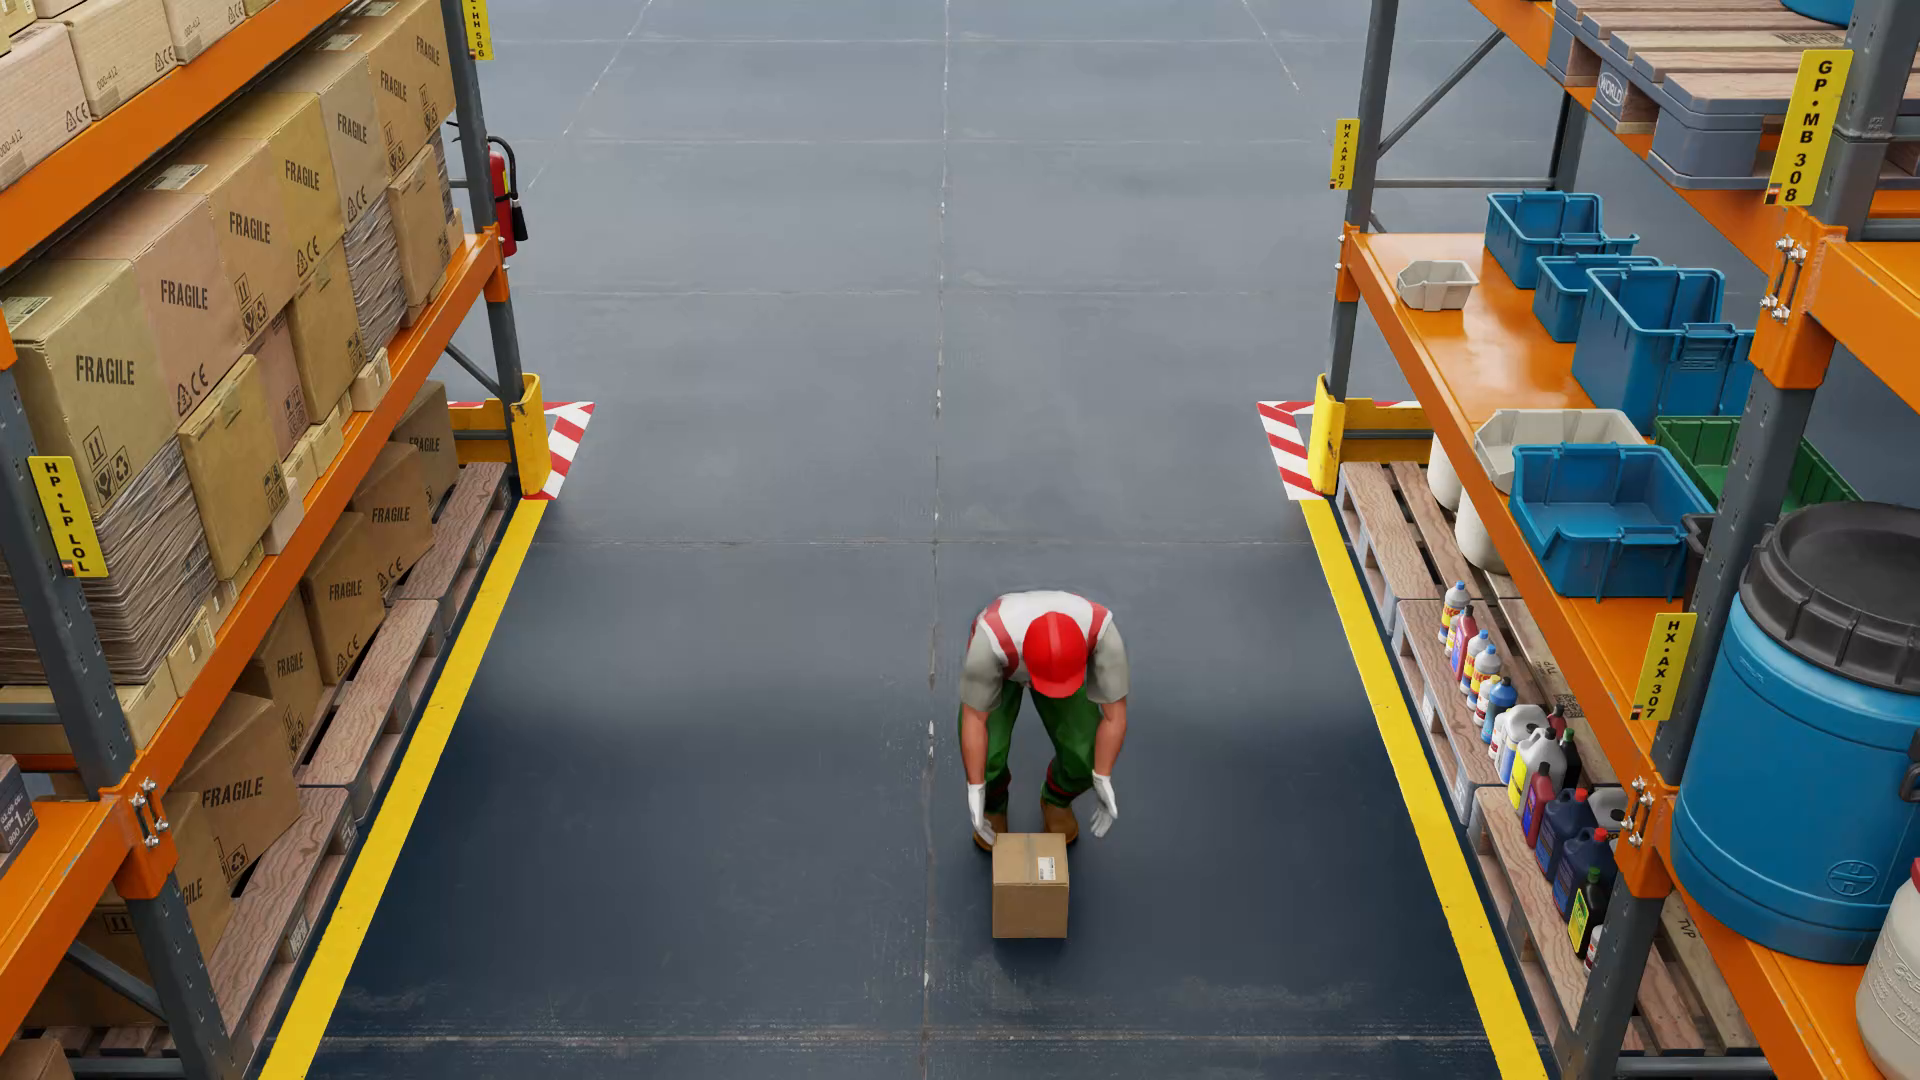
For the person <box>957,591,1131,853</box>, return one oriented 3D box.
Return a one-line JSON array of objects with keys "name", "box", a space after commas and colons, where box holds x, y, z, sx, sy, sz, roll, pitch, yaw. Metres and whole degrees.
[{"name": "person", "box": [0.280, 0.583, 5.747, 0.580, 1.172, 0.852, 0, 31, -1]}]
